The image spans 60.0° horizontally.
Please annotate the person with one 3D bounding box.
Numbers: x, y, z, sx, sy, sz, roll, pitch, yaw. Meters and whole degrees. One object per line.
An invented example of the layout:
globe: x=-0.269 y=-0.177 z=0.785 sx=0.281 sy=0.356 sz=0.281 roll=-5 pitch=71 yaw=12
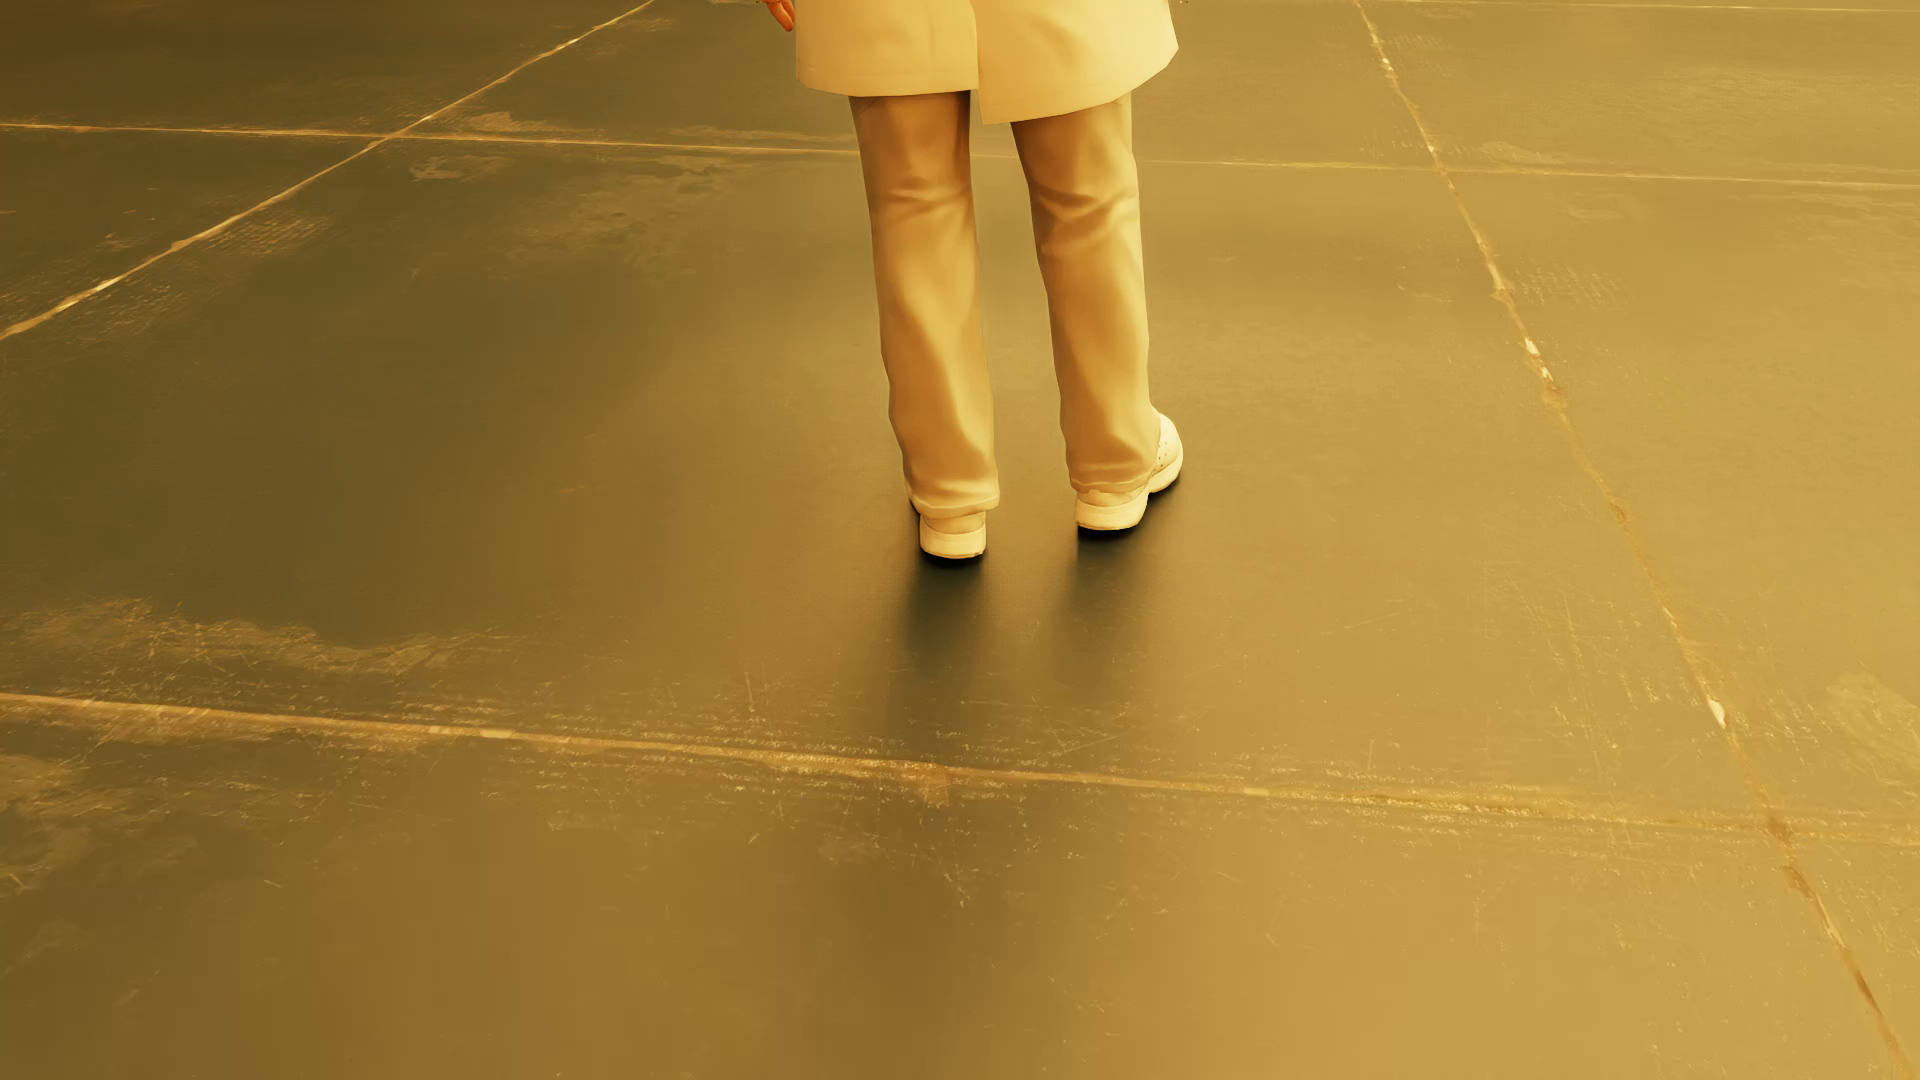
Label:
person: x=0.017 y=-0.836 z=2.182 sx=0.696 sy=1.764 sz=0.581 roll=3 pitch=27 yaw=7
